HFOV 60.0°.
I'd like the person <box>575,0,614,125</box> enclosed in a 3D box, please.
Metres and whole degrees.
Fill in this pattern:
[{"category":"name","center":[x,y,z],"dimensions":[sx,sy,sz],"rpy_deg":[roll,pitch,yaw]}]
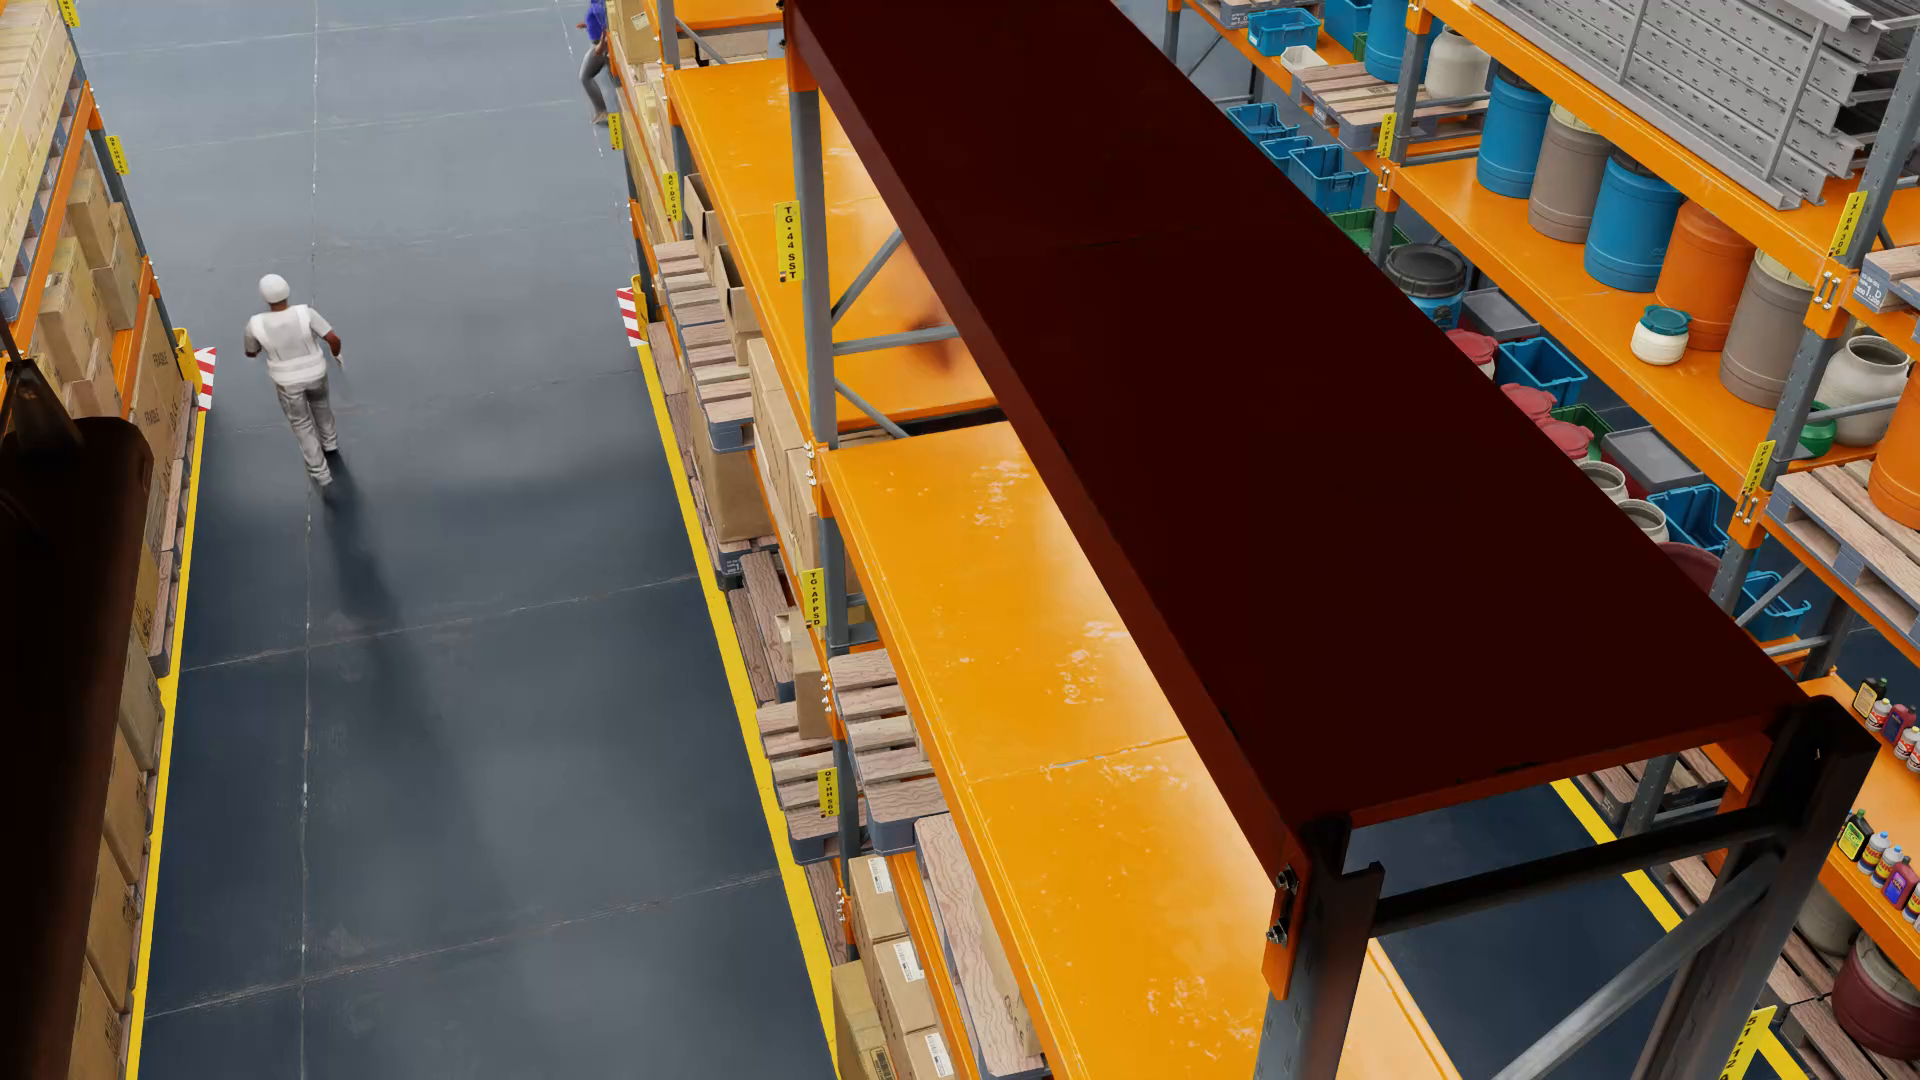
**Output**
[{"category":"person","center":[-3.883,-5.349,18.273],"dimensions":[0.726,1.705,0.576],"rpy_deg":[12,40,15]}]

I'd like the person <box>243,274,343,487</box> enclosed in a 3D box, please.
[{"category":"person","center":[-5.139,-1.266,12.958],"dimensions":[0.671,1.818,0.897],"rpy_deg":[-20,43,-23]}]
